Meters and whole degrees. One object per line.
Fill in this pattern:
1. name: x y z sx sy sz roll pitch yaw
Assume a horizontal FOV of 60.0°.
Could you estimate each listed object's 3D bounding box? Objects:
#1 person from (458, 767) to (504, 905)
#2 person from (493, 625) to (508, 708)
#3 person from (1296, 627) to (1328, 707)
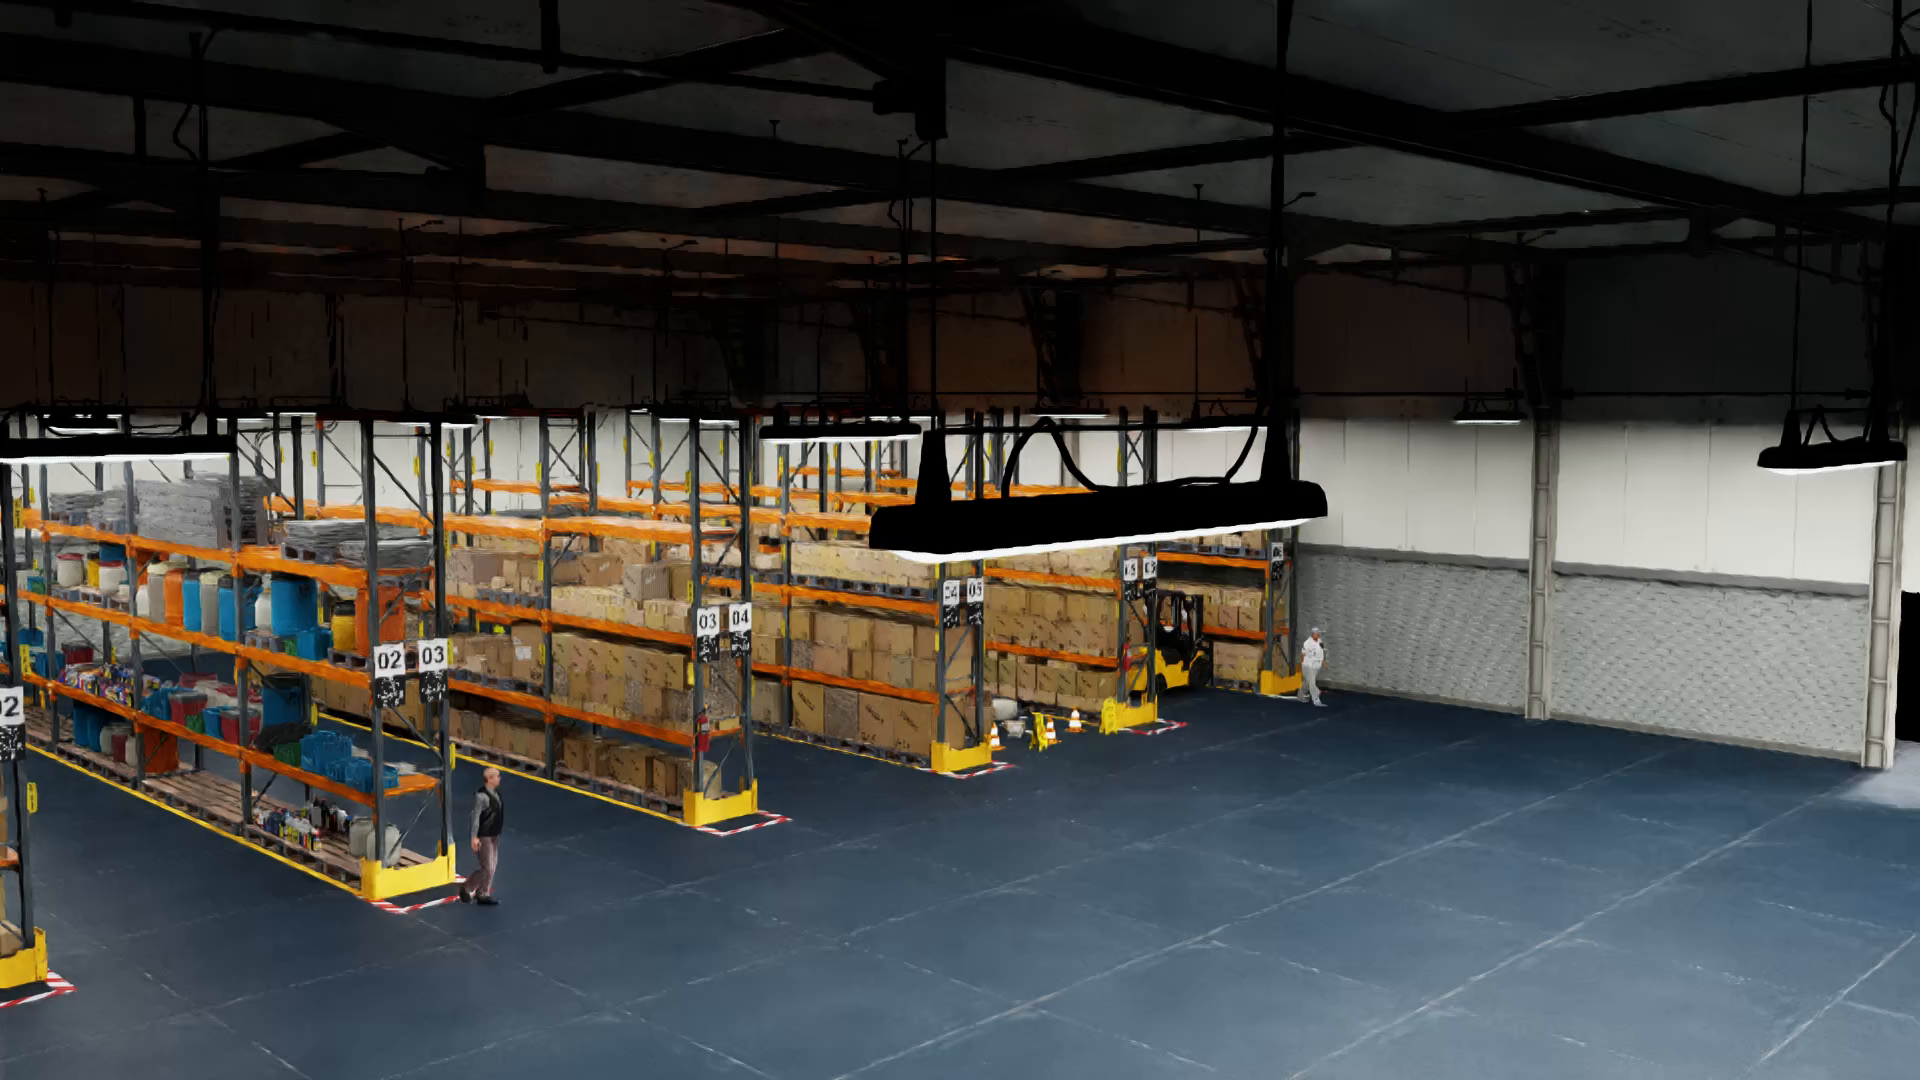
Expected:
1. person: -5.917 3.660 20.541 0.519 1.715 0.591 1 5 8
2. person: -9.212 2.534 33.199 1.115 1.687 0.577 5 7 42
3. person: 7.153 2.541 33.652 0.478 1.596 1.004 -4 6 -36
